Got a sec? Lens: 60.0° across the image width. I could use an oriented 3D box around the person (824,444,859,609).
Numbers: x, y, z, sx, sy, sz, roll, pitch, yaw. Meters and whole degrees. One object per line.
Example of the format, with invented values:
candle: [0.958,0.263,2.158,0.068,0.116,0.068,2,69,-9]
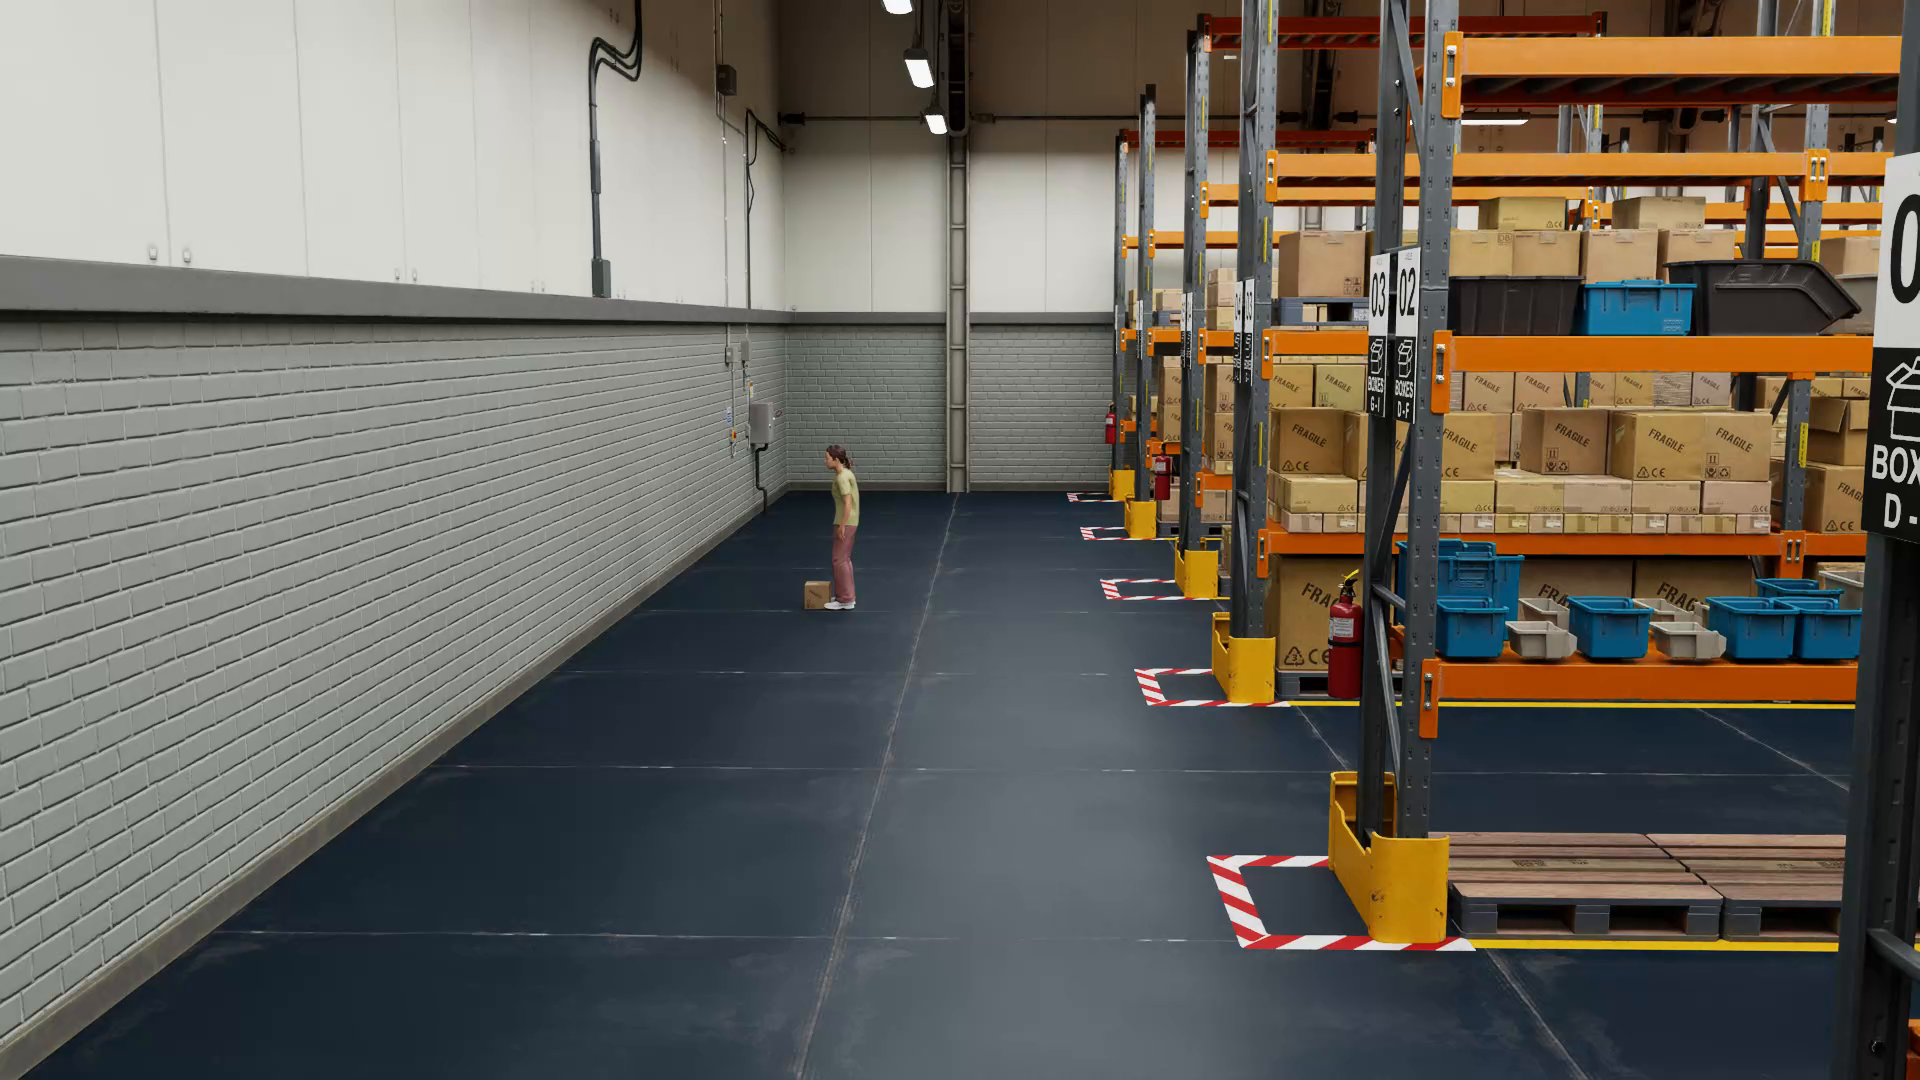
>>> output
person: [-1.205,-0.141,16.880,0.363,1.672,0.521,0,7,-2]
